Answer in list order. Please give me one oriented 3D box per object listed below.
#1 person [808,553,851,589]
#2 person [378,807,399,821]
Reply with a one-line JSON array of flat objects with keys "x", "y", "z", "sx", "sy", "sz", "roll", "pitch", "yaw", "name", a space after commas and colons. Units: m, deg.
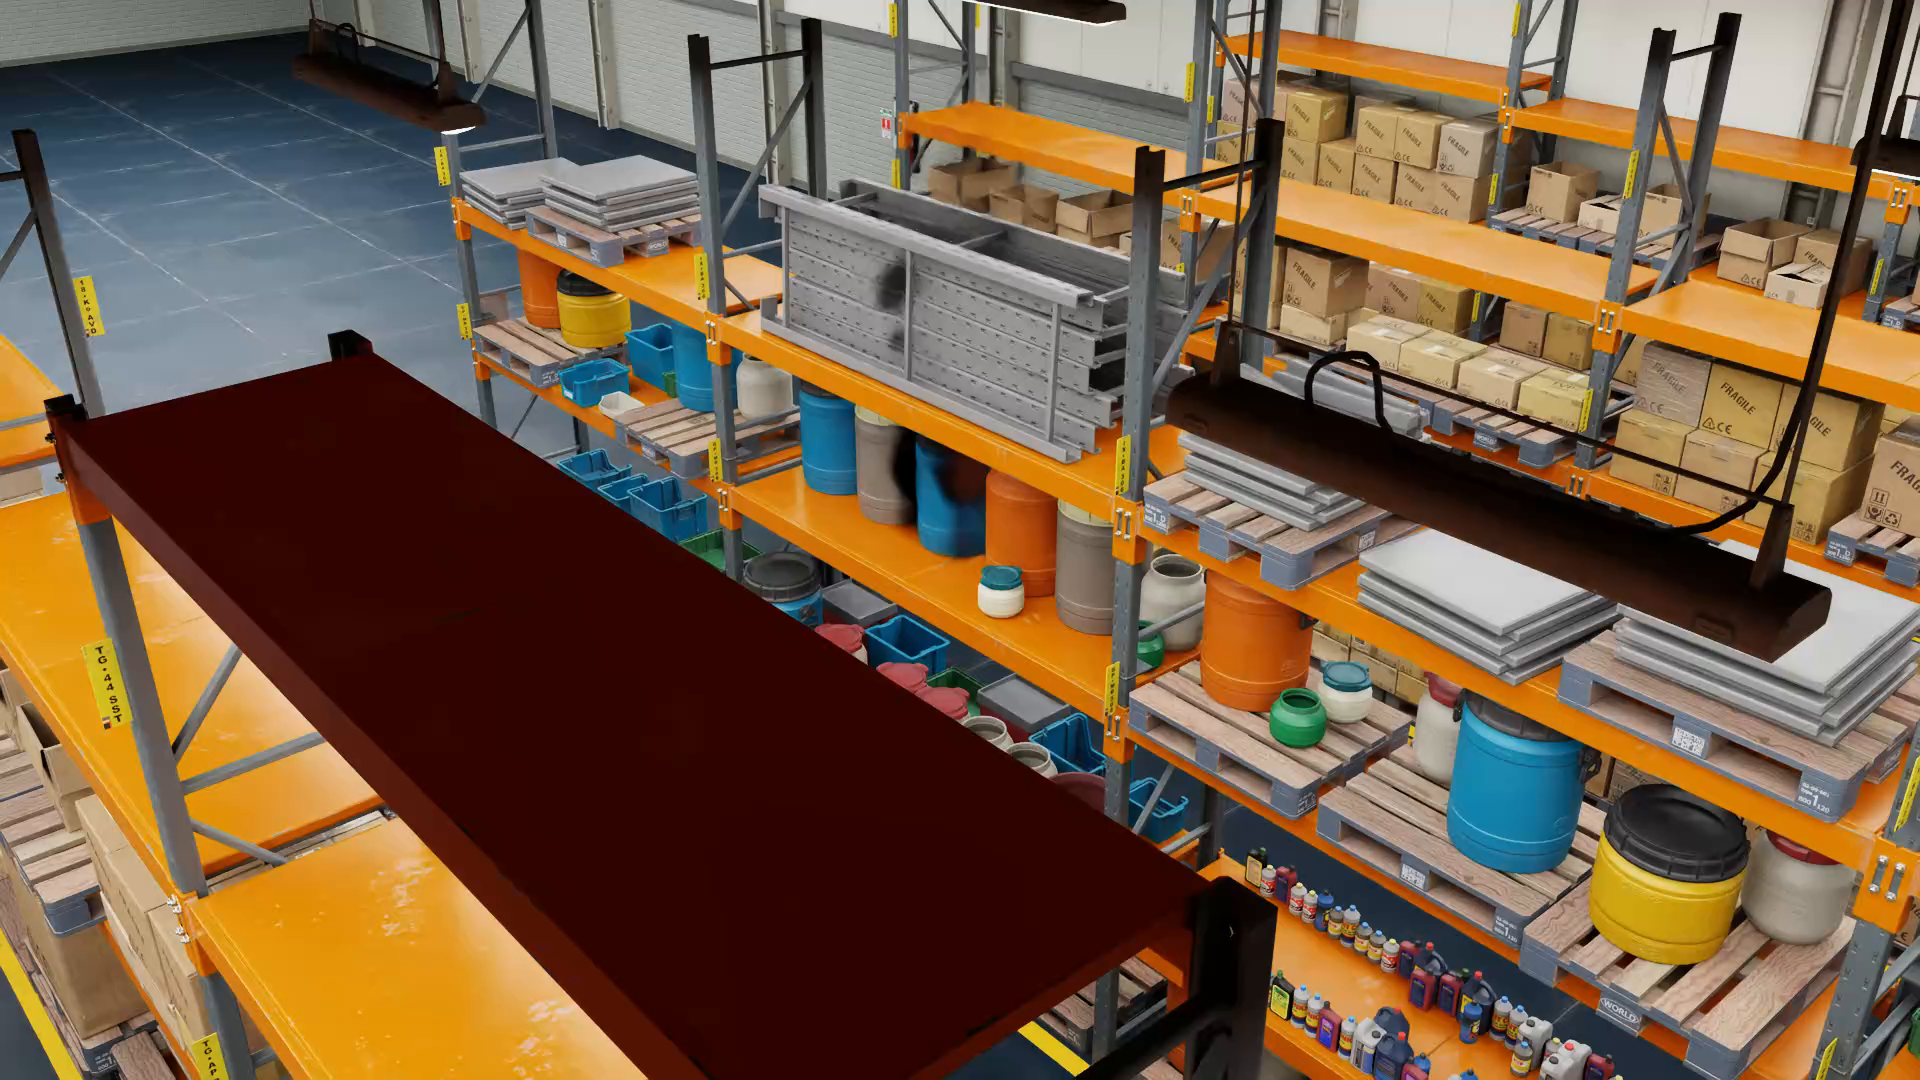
[{"x": -1.120, "y": 0.119, "z": 14.954, "sx": 0.583, "sy": 1.694, "sz": 0.725, "roll": -21, "pitch": 34, "yaw": -35, "name": "person"}, {"x": -3.671, "y": 2.250, "z": 10.705, "sx": 0.506, "sy": 1.636, "sz": 0.549, "roll": 21, "pitch": 34, "yaw": 35, "name": "person"}]
